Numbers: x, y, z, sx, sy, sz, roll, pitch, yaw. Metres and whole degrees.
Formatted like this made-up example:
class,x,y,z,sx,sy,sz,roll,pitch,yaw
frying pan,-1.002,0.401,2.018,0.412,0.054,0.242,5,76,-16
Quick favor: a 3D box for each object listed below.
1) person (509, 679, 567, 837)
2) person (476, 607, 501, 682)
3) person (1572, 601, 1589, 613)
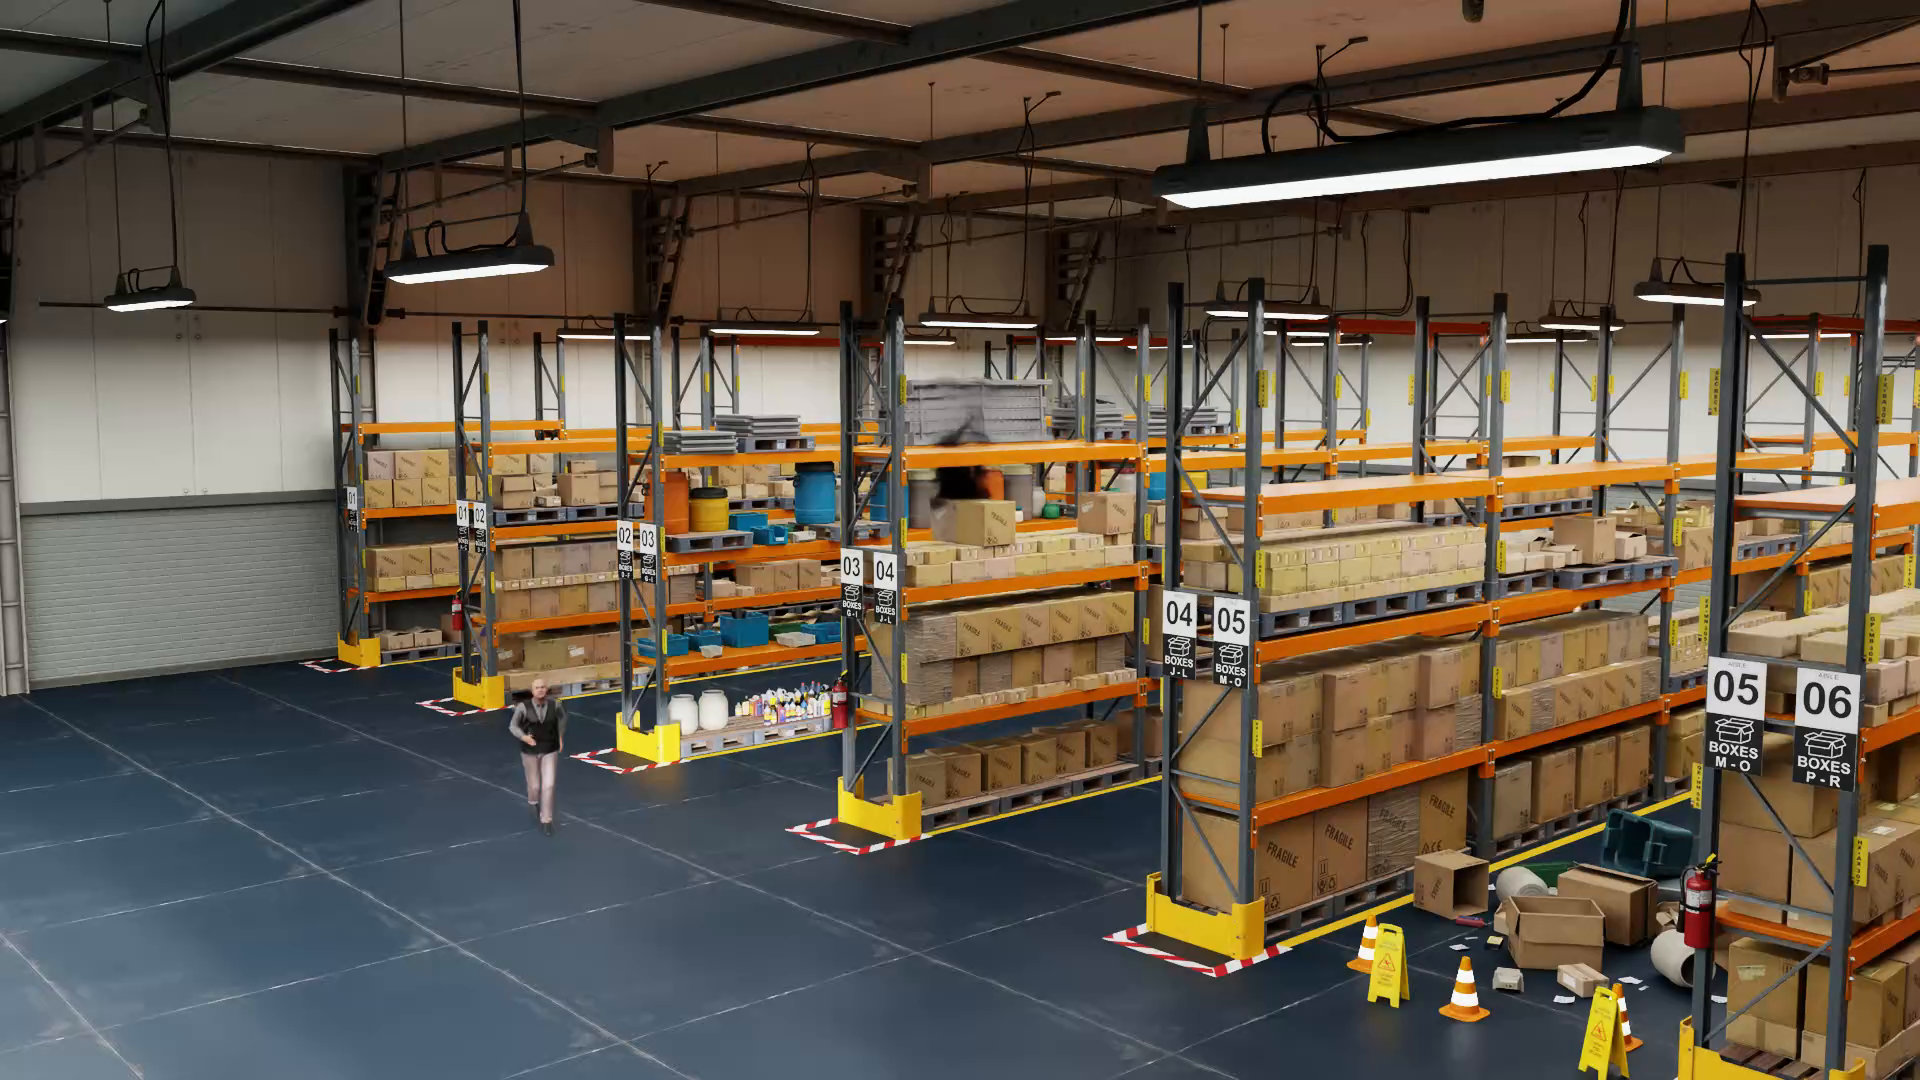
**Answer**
class,x,y,z,sx,sy,sz,roll,pitch,yaw
person,-4.802,2.438,18.986,0.659,1.727,0.892,-2,6,-18
person,-7.879,1.586,28.174,0.574,1.719,0.754,5,8,42
person,9.793,1.694,26.089,0.987,1.791,0.672,-6,8,-44
